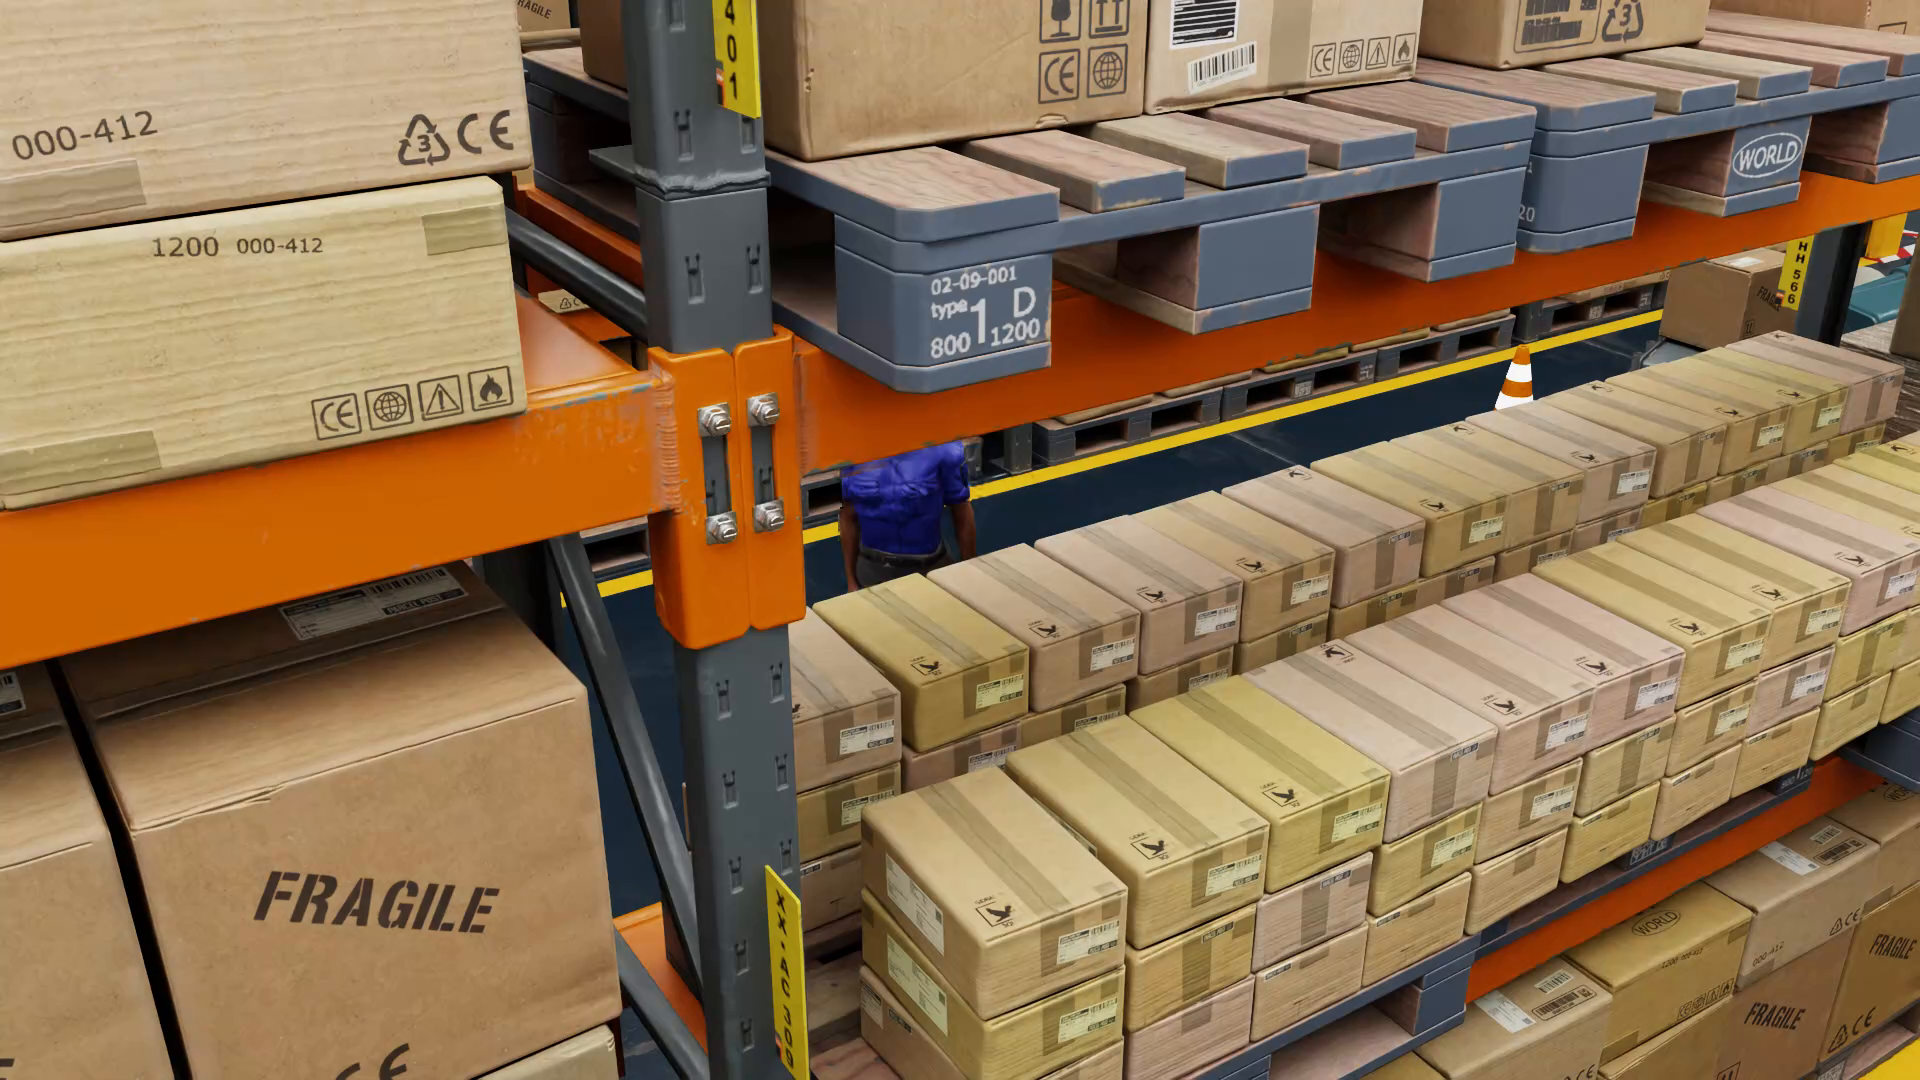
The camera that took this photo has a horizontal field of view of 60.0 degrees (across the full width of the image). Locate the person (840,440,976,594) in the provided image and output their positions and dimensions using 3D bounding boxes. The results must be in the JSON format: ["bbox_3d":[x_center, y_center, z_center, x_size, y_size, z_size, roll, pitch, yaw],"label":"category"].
[{"bbox_3d":[-0.178,0.167,5.781,0.483,1.710,0.331,6,26,13],"label":"person"}]
